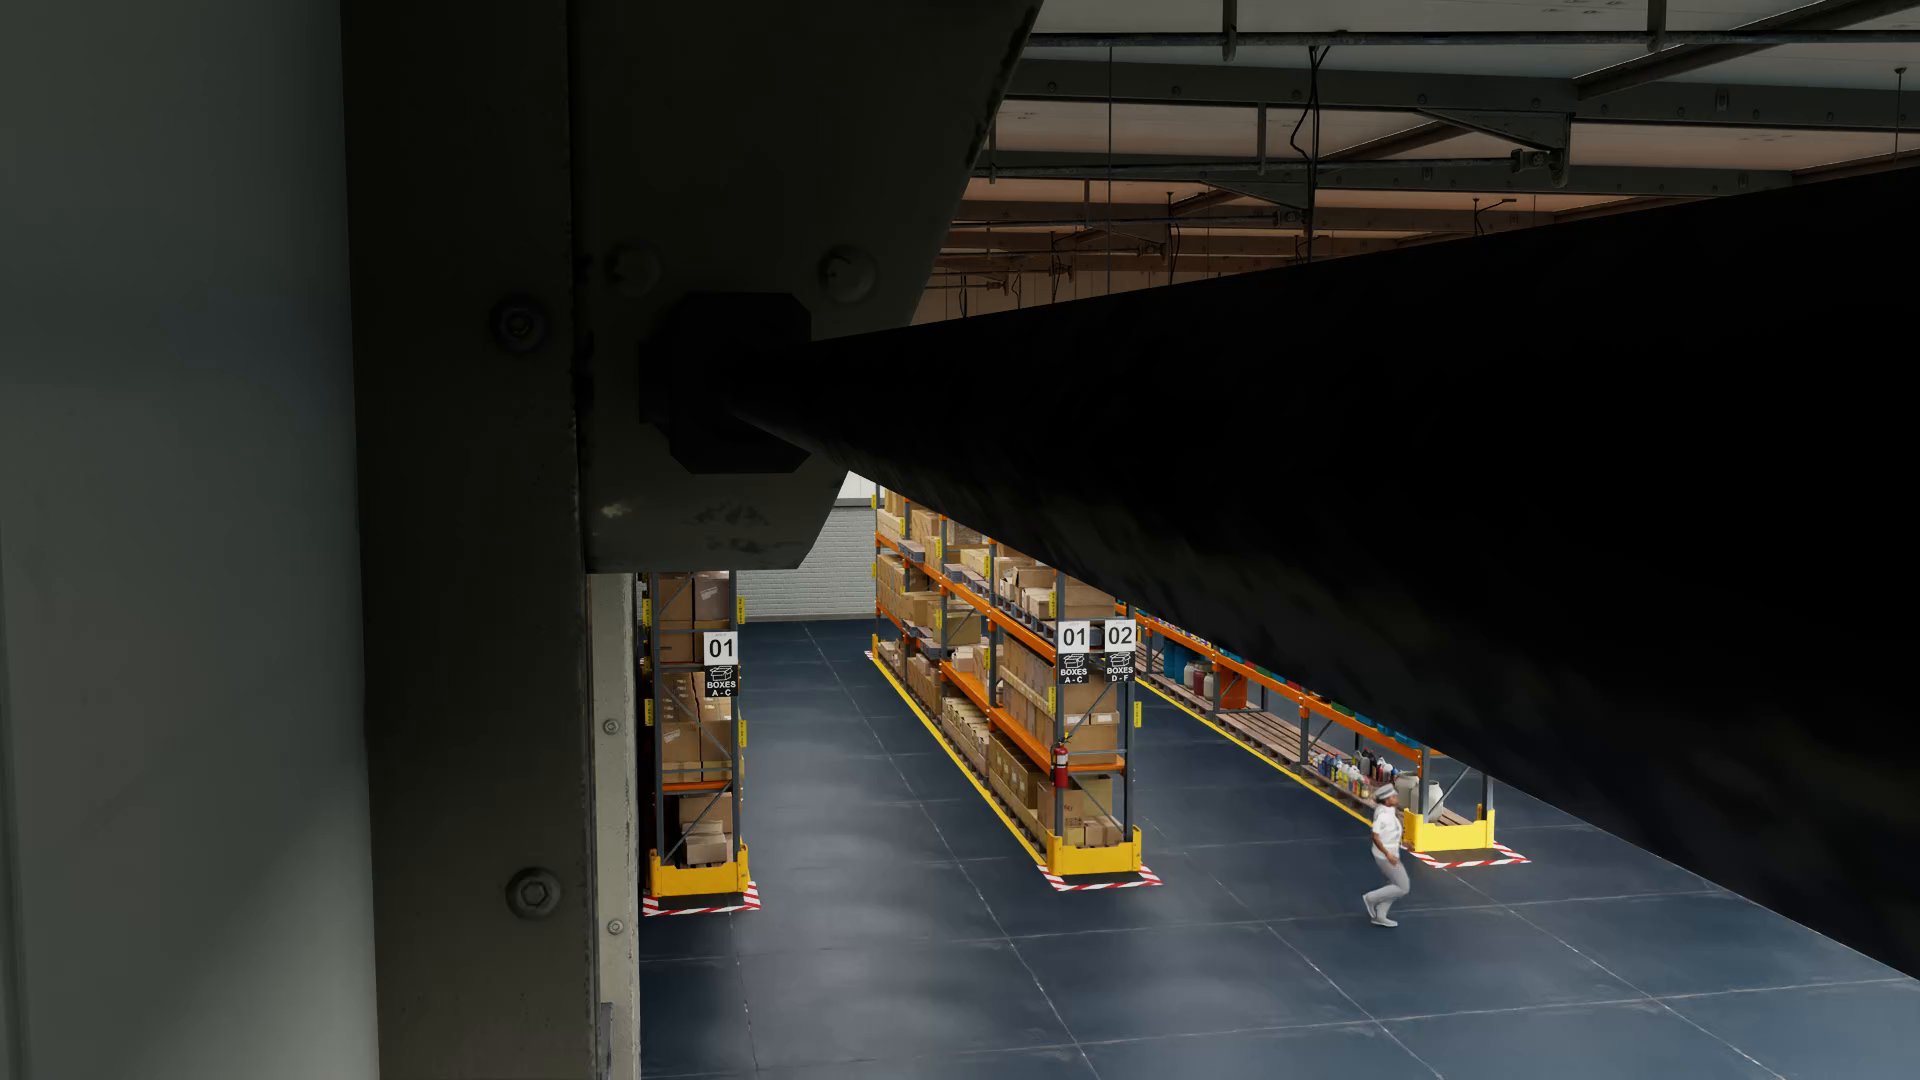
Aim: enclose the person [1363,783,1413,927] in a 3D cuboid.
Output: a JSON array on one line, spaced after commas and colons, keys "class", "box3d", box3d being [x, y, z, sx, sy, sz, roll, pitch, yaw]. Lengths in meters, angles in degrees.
[{"class": "person", "box3d": [4.864, 3.577, 18.886, 0.558, 1.658, 0.574, 1, 6, 10]}]
